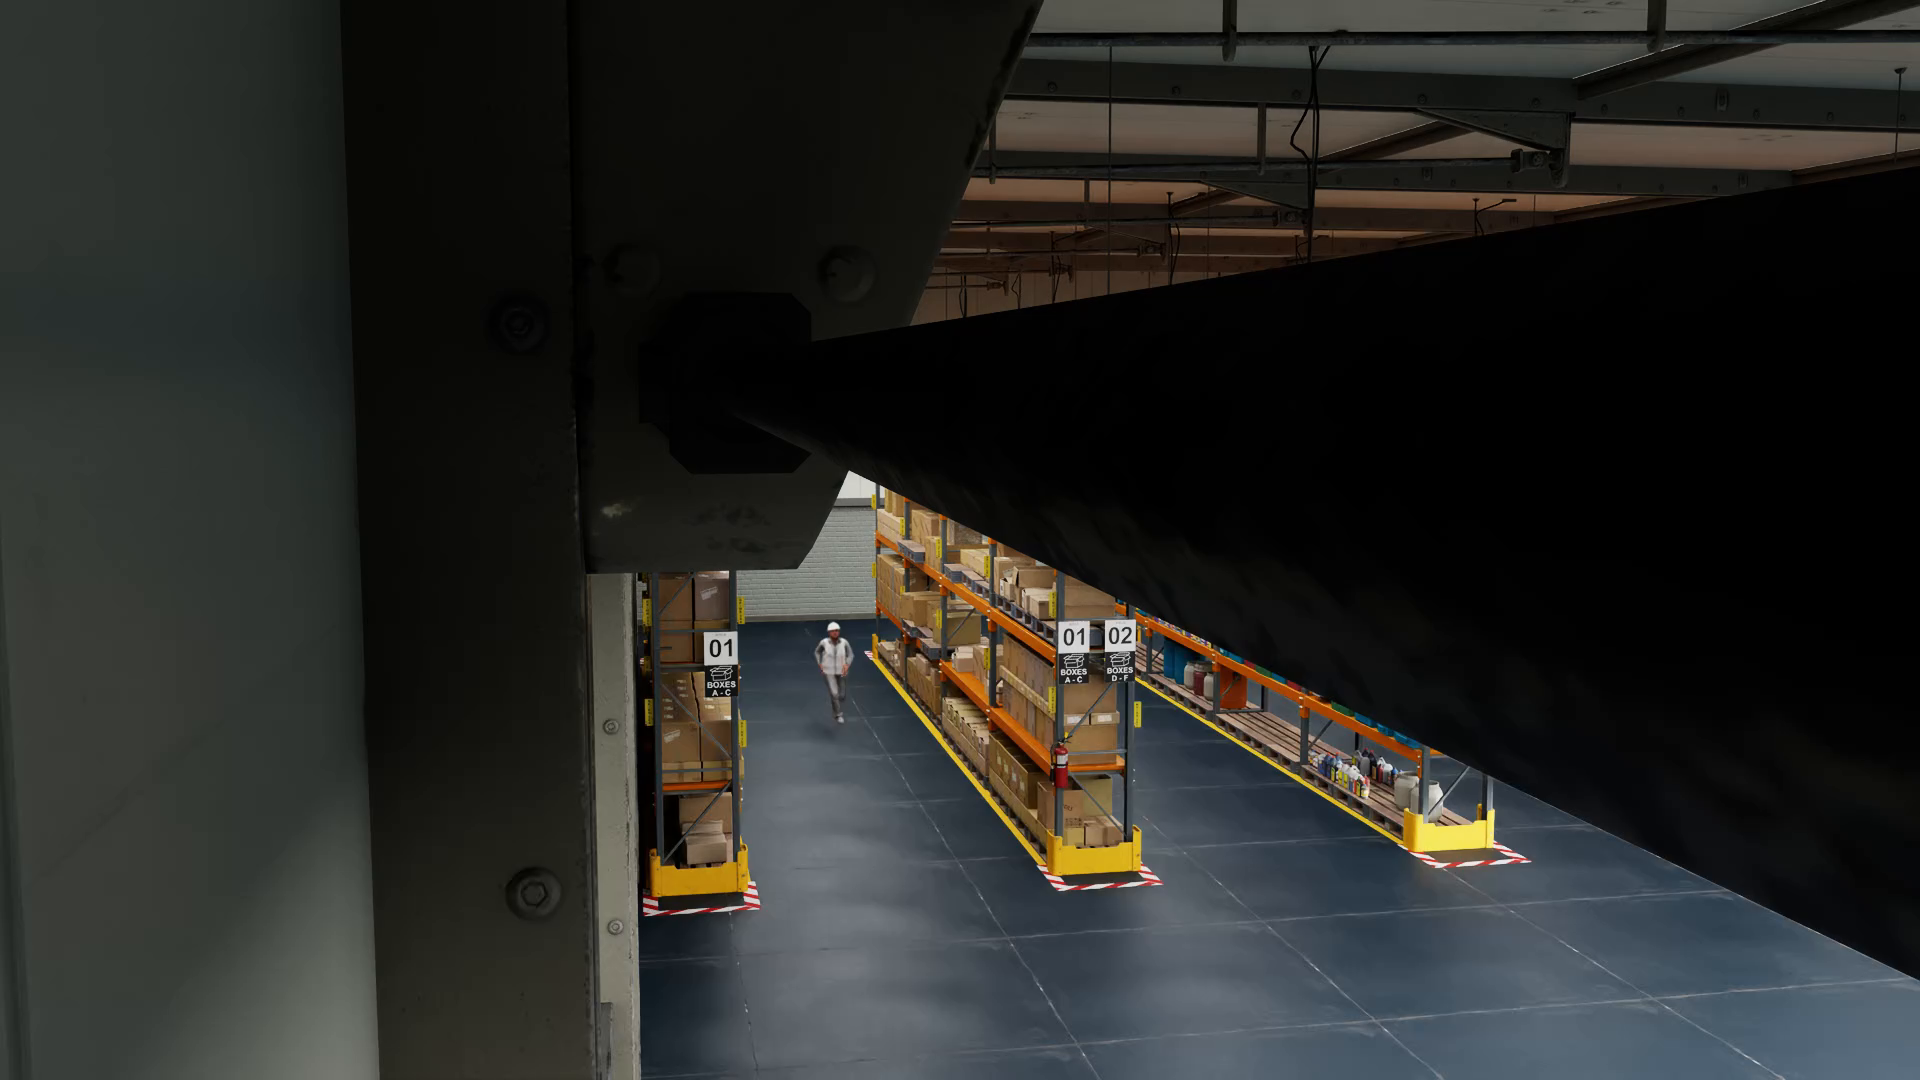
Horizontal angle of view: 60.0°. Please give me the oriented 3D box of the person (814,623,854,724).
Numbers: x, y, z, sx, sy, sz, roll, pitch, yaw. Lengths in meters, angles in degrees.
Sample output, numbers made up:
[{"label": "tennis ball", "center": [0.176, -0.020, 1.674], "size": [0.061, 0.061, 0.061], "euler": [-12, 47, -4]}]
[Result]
[{"label": "person", "center": [-2.172, 2.263, 28.663], "size": [0.684, 1.720, 0.803], "euler": [-1, 6, -13]}]

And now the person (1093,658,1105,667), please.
[{"label": "person", "center": [2.769, 1.874, 32.889], "size": [0.610, 1.726, 0.877], "euler": [-1, 6, -10]}]
